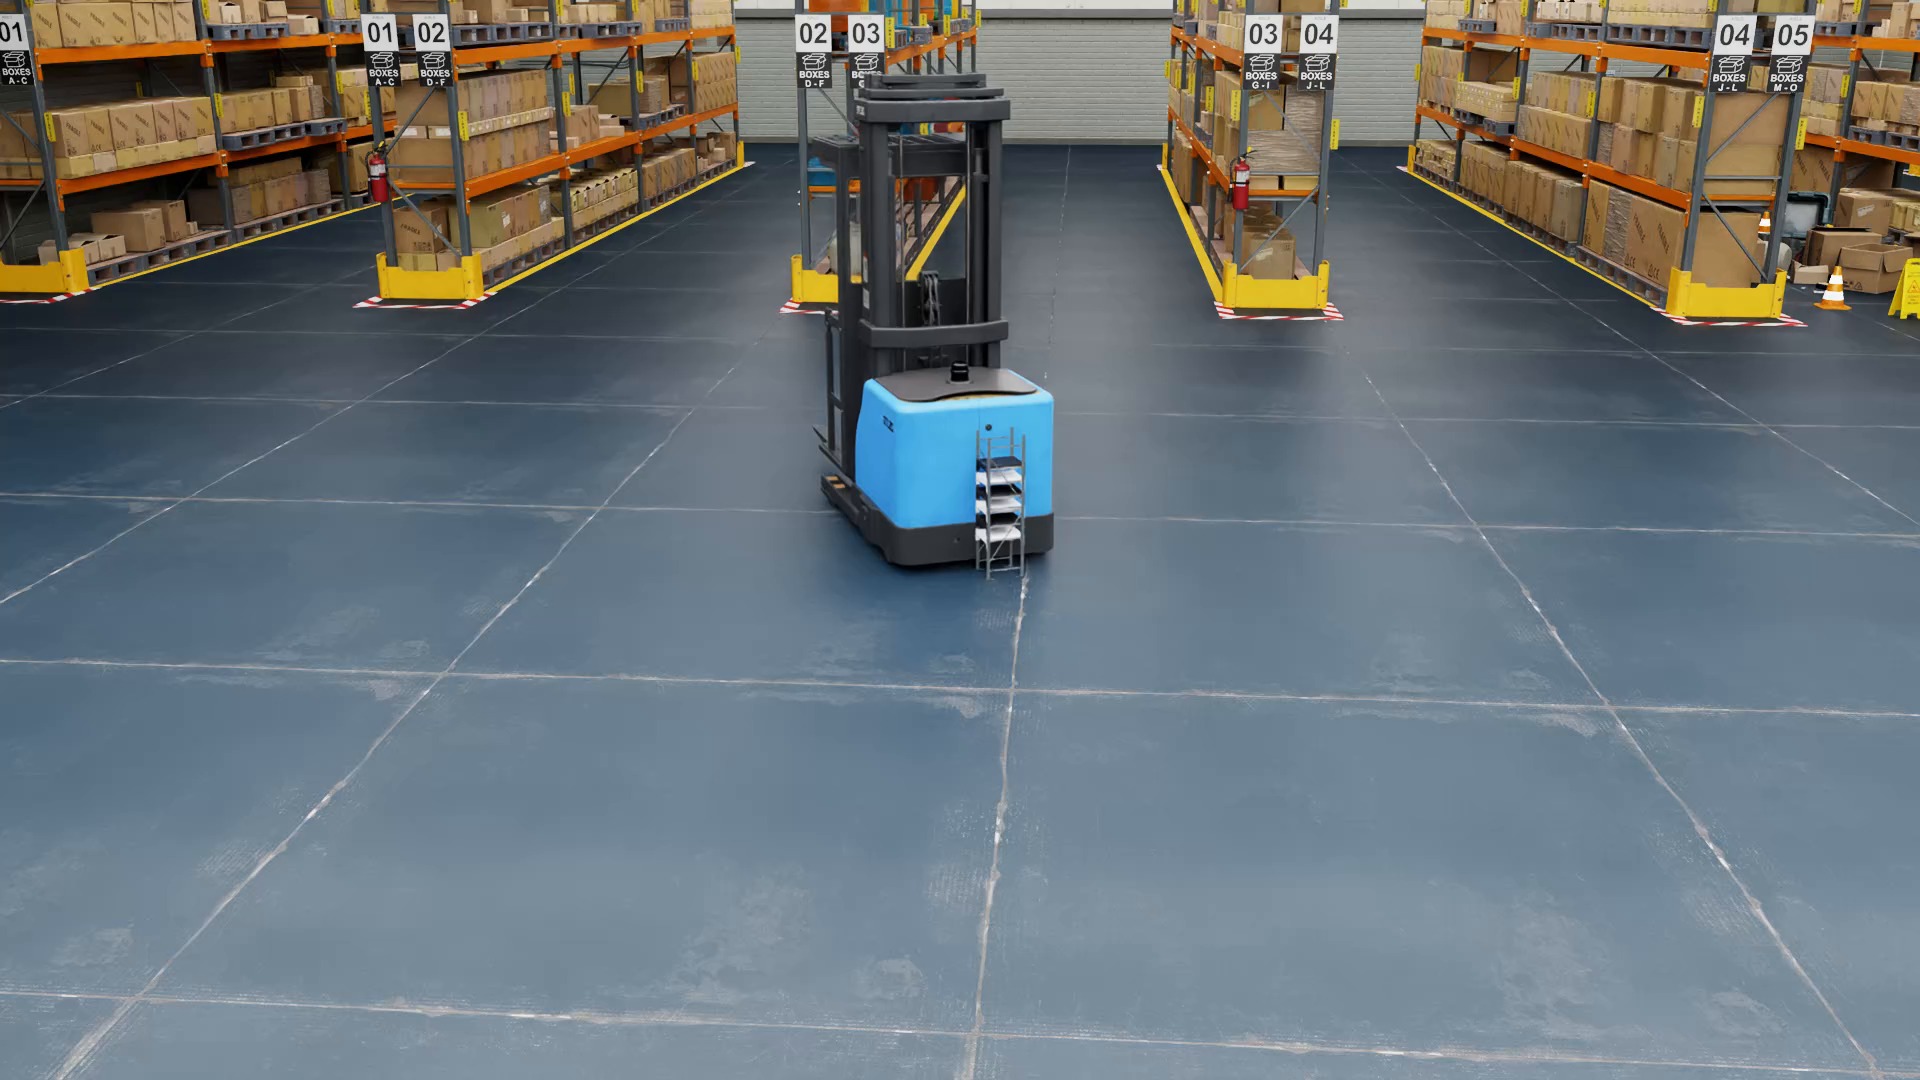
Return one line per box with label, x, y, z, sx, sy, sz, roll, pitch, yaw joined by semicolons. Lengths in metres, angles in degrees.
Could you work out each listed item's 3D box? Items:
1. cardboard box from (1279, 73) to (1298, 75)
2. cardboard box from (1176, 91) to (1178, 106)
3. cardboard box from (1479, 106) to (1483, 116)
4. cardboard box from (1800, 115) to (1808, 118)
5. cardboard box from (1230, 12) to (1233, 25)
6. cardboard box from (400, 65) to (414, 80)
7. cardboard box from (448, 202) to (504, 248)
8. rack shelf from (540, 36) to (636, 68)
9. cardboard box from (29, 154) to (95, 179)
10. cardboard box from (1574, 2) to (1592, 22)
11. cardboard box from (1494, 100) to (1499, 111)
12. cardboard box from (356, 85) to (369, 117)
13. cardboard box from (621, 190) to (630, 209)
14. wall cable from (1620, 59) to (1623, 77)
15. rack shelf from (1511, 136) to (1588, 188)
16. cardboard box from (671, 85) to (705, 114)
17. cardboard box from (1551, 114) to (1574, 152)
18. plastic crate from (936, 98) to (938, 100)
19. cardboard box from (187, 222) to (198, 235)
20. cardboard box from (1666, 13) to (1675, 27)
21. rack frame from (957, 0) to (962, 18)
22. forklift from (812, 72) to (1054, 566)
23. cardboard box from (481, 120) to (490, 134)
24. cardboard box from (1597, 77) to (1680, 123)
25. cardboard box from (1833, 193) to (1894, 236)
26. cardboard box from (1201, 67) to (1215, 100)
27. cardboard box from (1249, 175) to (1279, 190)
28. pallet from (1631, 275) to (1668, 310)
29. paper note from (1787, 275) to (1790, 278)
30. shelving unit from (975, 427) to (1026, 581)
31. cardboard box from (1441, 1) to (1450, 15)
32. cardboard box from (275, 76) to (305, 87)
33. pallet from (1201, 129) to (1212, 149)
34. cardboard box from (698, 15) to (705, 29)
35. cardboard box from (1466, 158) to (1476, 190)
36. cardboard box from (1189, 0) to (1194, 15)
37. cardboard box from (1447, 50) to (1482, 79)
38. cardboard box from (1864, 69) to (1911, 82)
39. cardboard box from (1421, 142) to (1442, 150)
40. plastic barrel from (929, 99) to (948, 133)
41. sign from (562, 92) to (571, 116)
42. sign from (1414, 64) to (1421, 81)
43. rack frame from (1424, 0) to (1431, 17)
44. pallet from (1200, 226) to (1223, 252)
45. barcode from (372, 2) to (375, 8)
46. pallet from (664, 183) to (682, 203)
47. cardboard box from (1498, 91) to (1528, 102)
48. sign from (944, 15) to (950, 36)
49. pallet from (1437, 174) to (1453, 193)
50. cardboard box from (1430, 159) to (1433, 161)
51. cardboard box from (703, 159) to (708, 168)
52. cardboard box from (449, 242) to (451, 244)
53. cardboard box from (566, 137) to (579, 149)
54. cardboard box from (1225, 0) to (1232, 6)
cardboard box;4.108;-5.713;21.296;0.500;0.500;0.500;1;18;4
cardboard box;4.278;-8.208;30.920;0.500;0.250;0.500;2;18;6
cardboard box;8.801;-7.092;27.479;0.380;0.149;0.250;2;18;6
cardboard box;13.922;-6.778;27.031;0.500;0.250;0.500;1;18;3
cardboard box;3.513;-6.394;20.401;0.380;0.149;0.250;1;18;3
cardboard box;-10.173;-8.412;29.902;0.500;0.250;0.500;2;18;5
cardboard box;-5.973;-3.896;20.533;0.500;0.500;0.500;1;18;4
rack shelf;-5.837;-7.277;24.652;1.077;0.370;4.000;1;18;4
cardboard box;-10.857;-4.522;20.115;0.500;0.250;0.500;1;18;2
cardboard box;8.709;-7.197;22.660;0.500;0.250;0.500;1;18;3
cardboard box;8.726;-6.918;26.470;0.380;0.149;0.250;2;18;6
cardboard box;-10.298;-7.430;28.110;0.500;0.500;0.500;2;18;6
cardboard box;-5.522;-5.378;26.261;0.500;0.250;0.500;1;18;3
wall cable;15.026;-11.105;38.315;0.585;1.953;0.123;1;18;4
rack shelf;8.983;-5.487;24.007;1.077;0.370;4.000;1;18;4
cardboard box;-5.099;-8.257;31.143;0.500;0.500;0.500;2;18;5
cardboard box;8.683;-5.737;23.454;0.500;0.500;0.500;1;18;4
plastic crate;-0.620;-8.658;32.702;0.416;0.233;0.300;1;18;4
cardboard box;-10.930;-4.377;23.309;0.380;0.166;0.250;-1;18;-3
cardboard box;8.312;-5.946;19.002;0.380;0.149;0.250;1;18;3
rack frame;-0.467;-10.796;29.419;1.000;3.000;0.127;1;18;4
forklift;-0.349;-1.656;11.271;1.130;2.935;3.031;-6;19;-17
cardboard box;-5.968;-5.041;20.286;0.380;0.149;0.250;1;18;3
cardboard box;8.779;-5.678;21.460;0.875;0.550;0.550;1;18;4
cardboard box;12.007;-4.331;22.122;0.500;0.500;0.500;1;18;4
cardboard box;4.255;-7.343;26.744;0.797;0.503;0.637;2;18;6
cardboard box;3.428;-4.081;18.965;0.380;0.149;0.250;1;18;4
pallet;8.533;-2.890;19.405;1.003;0.211;1.213;1;18;4
paper note;10.568;-3.331;21.051;0.172;0.023;0.155;8;20;23
shelving unit;0.246;-0.219;10.147;0.258;0.900;0.210;-6;19;-17
cardboard box;9.290;-9.920;31.001;0.500;0.250;0.500;1;18;2
cardboard box;-10.638;-7.281;26.417;0.380;0.149;0.250;-2;18;-5
pallet;4.086;-5.885;24.375;1.003;0.211;1.213;1;18;4
cardboard box;-5.085;-9.712;31.168;0.500;0.250;0.500;1;18;4
cardboard box;9.060;-6.316;28.722;0.500;0.500;0.500;2;18;6
cardboard box;4.470;-9.799;30.198;0.700;0.500;0.500;0;18;1
cardboard box;9.209;-8.669;30.319;0.500;0.500;0.500;1;18;2
cardboard box;14.351;-7.041;25.829;0.500;0.500;0.500;1;18;2
cardboard box;9.278;-7.743;32.686;0.380;0.149;0.250;1;18;4
plastic barrel;-0.484;-6.617;26.080;0.600;0.536;0.708;1;18;4
sign;-5.427;-6.009;22.928;0.100;0.325;0.005;1;18;4
sign;9.159;-9.358;33.275;0.100;0.325;0.005;1;18;4
rack frame;9.700;-11.786;32.439;1.000;3.000;0.127;1;18;4
pallet;3.954;-4.267;23.605;1.003;0.211;1.213;1;18;4
barcode;-6.727;-6.136;19.081;0.001;0.075;0.075;1;18;4
pallet;-5.512;-6.098;29.195;1.003;0.211;1.213;1;18;4
cardboard box;8.705;-6.975;26.168;0.380;0.149;0.250;1;18;2
sign;-0.204;-8.068;26.080;0.100;0.325;0.005;1;18;4
pallet;9.426;-6.577;30.655;1.003;0.211;1.213;1;18;4
cardboard box;9.345;-7.305;32.304;0.380;0.149;0.250;1;18;4
cardboard box;-5.109;-7.314;32.270;0.380;0.166;0.250;1;18;4
cardboard box;-6.500;-3.552;20.686;0.500;0.250;0.500;1;18;4
cardboard box;-5.713;-5.723;23.976;0.380;0.149;0.250;1;18;4
cardboard box;4.099;-7.460;23.216;0.797;0.503;0.637;2;18;6
